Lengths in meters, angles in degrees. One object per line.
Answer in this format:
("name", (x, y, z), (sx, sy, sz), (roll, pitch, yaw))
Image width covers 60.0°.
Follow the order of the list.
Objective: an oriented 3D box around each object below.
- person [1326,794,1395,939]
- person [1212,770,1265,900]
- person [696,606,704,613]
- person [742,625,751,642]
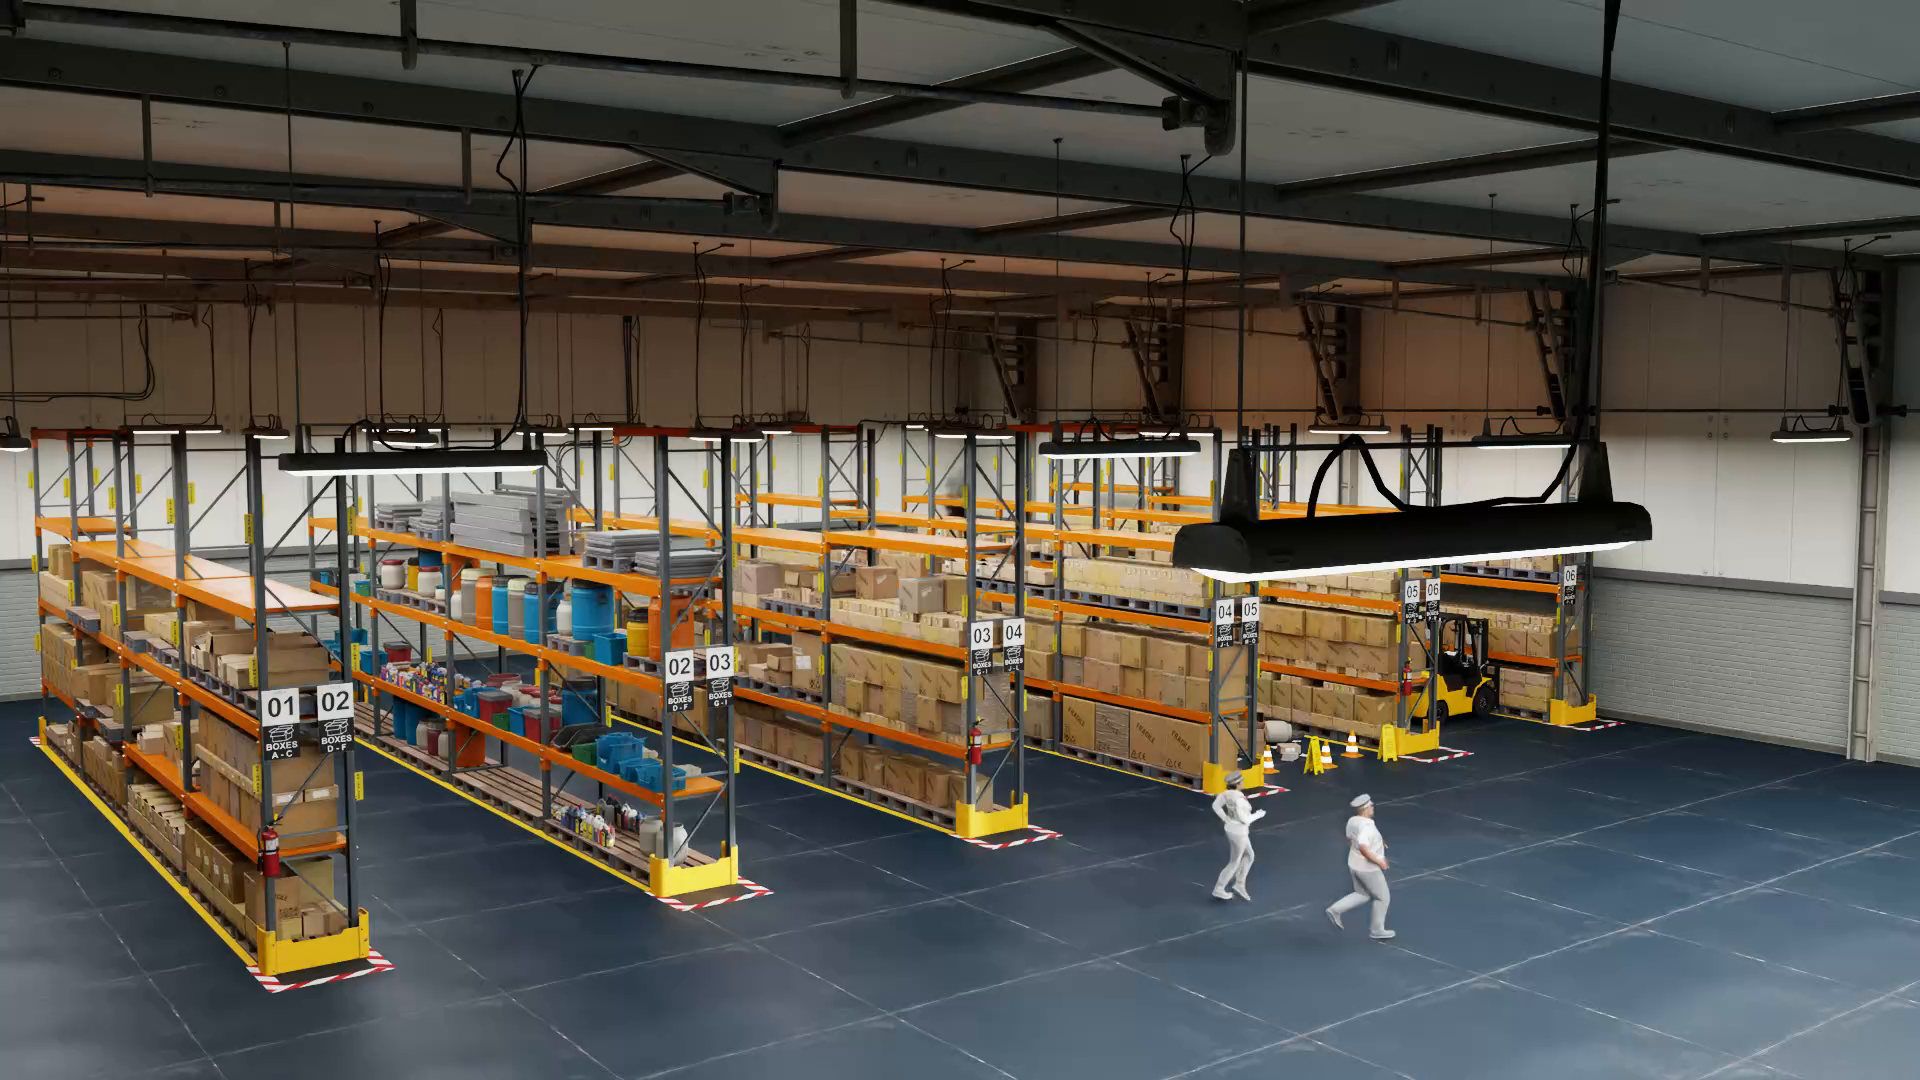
("person", (4.832, 3.897, 19.838), (0.809, 1.747, 0.635), (-1, 5, -12))
("person", (3.571, 3.809, 21.389), (0.684, 1.734, 0.592), (-1, 5, -7))
("person", (-6.366, 2.359, 40.211), (0.574, 1.644, 0.717), (1, 5, 17))
("person", (-5.269, 2.239, 41.953), (0.696, 1.621, 0.657), (0, 4, 1))
